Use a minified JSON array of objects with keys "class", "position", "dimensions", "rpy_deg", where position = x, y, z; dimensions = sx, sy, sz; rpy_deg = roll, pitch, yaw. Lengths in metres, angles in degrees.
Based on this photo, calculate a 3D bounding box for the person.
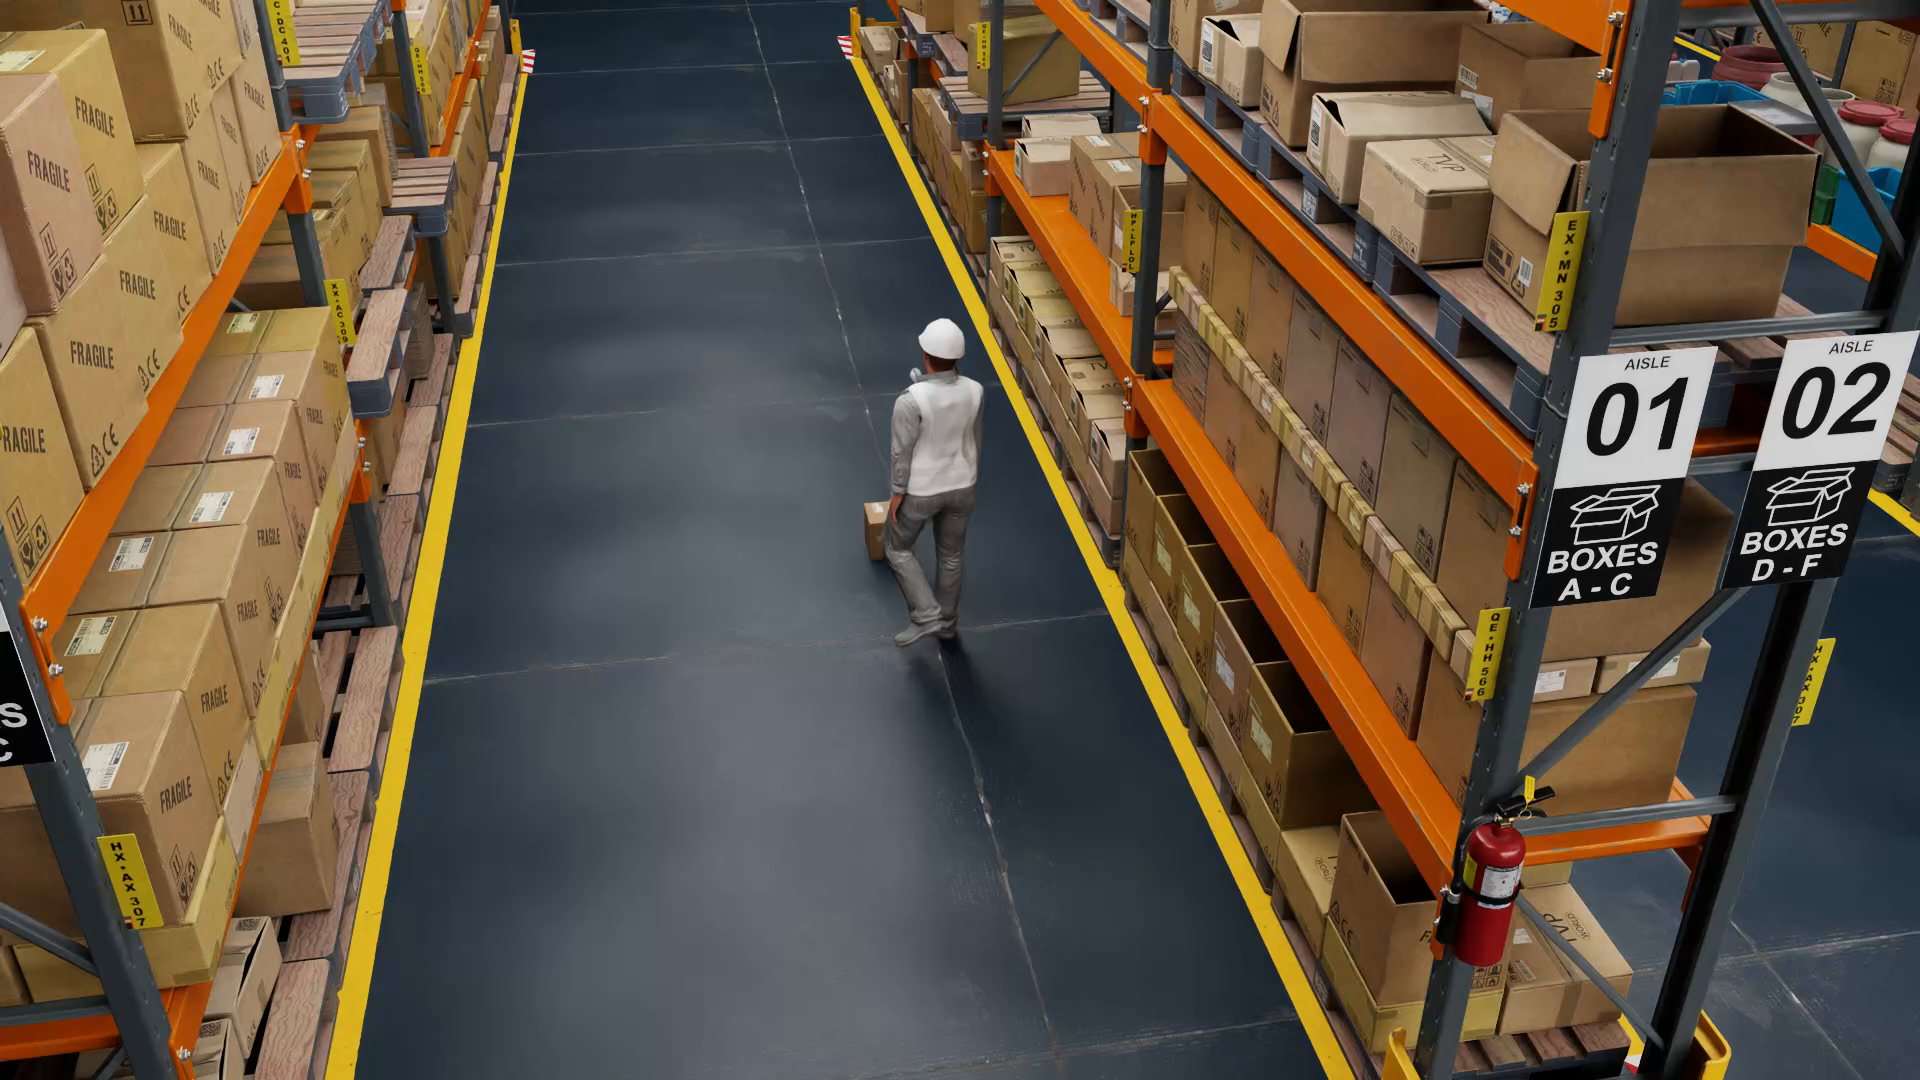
[{"class":"person","position":[-0.114,-0.274,8.533],"dimensions":[0.563,1.763,0.473],"rpy_deg":[-13,33,-21]}]
